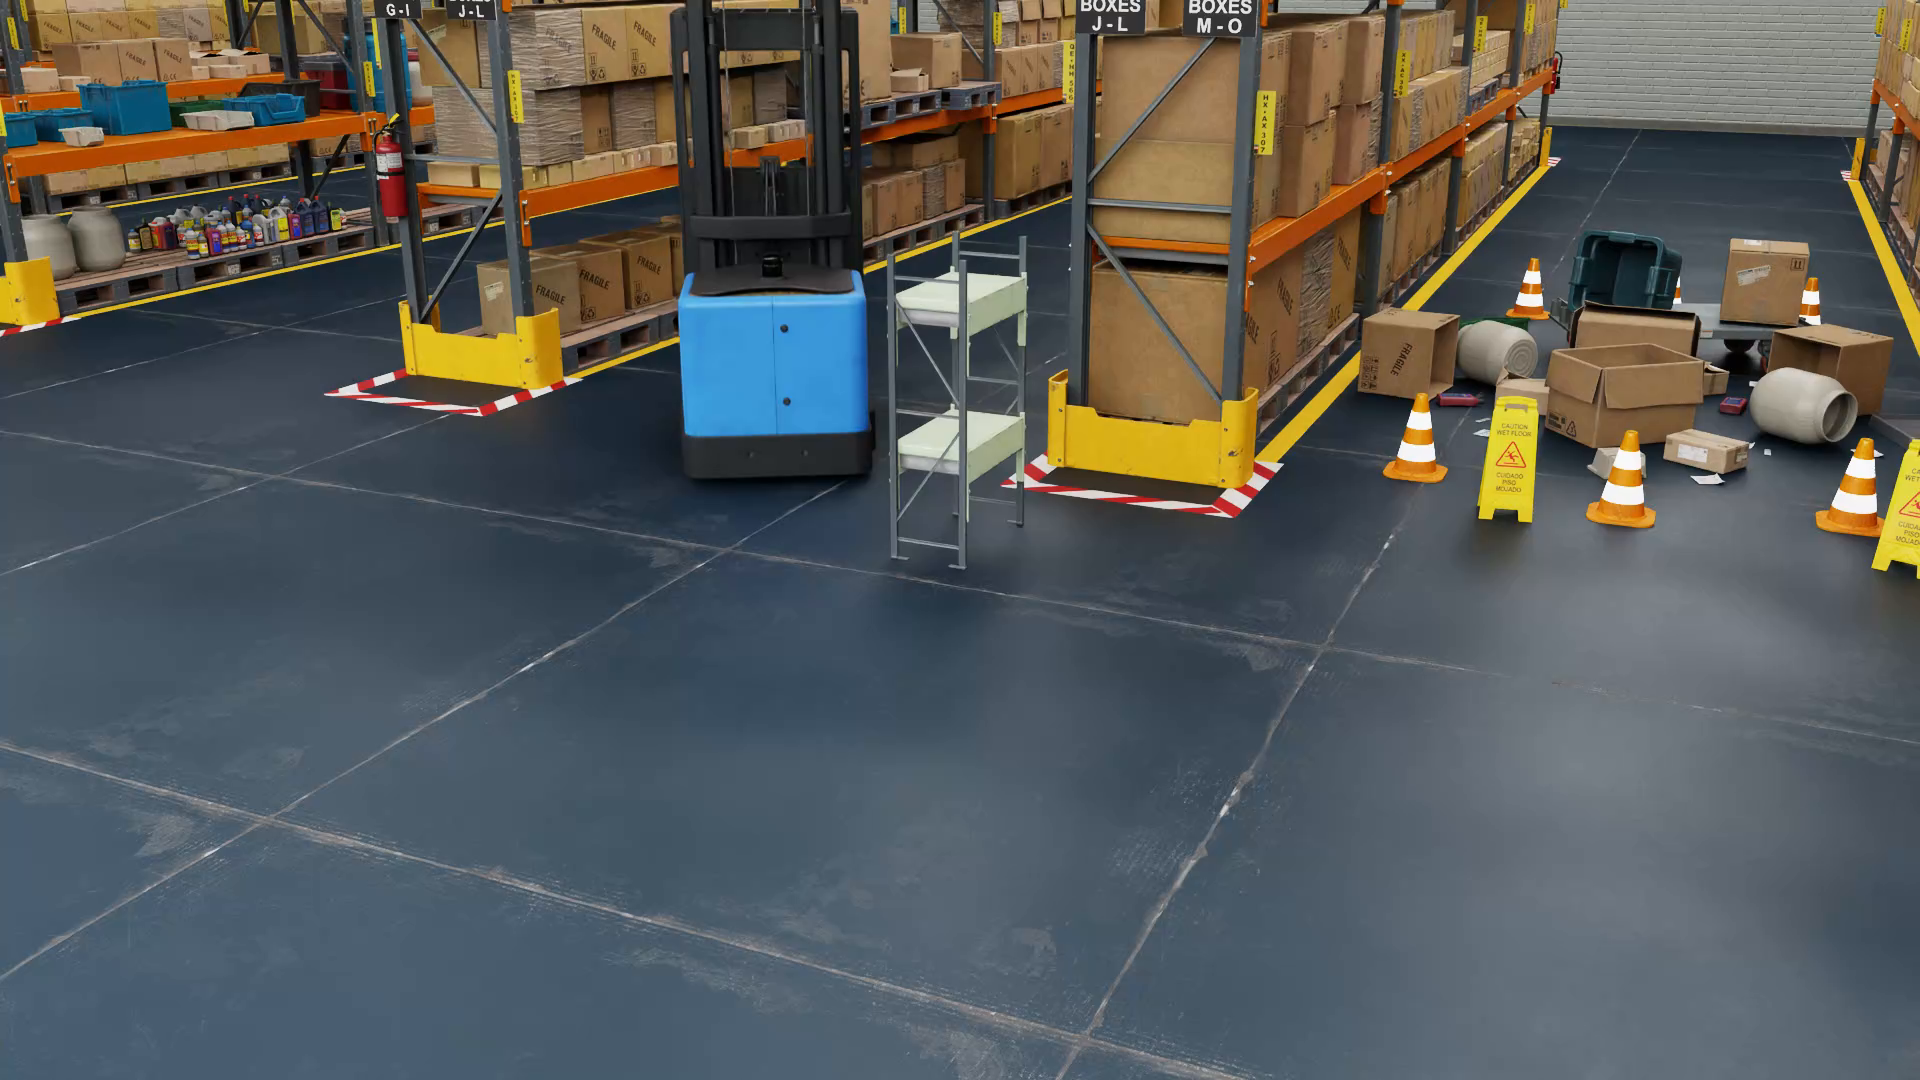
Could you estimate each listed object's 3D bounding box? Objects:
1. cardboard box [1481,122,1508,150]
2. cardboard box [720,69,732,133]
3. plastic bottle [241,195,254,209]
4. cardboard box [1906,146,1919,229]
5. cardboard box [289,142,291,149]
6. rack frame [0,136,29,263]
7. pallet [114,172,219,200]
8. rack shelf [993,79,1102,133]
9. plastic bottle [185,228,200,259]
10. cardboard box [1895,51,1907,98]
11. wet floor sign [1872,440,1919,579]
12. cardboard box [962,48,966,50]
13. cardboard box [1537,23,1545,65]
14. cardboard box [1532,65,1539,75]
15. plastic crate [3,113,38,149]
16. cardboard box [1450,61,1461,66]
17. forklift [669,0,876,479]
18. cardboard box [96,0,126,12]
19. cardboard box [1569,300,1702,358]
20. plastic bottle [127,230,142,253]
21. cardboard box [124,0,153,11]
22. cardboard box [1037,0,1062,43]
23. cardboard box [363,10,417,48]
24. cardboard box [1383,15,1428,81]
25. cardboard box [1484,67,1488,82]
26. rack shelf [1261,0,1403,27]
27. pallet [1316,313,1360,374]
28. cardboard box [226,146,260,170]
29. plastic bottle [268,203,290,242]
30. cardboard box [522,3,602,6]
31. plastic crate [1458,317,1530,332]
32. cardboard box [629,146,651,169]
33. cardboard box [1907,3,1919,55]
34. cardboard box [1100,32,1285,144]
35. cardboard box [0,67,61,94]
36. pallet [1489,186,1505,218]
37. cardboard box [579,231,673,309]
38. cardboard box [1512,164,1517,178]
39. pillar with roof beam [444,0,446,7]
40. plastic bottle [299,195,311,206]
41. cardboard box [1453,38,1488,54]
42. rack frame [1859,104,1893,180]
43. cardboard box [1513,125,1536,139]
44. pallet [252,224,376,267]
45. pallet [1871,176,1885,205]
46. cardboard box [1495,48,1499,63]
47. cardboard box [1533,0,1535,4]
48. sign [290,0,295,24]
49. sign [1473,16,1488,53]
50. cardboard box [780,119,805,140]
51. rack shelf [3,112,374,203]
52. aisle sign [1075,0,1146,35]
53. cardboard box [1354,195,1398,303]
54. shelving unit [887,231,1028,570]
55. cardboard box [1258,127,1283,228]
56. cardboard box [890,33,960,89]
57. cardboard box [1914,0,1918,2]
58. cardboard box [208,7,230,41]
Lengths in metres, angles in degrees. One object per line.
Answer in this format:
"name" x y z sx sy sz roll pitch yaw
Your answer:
"cardboard box" 5.943 -4.612 18.944 0.500 0.250 0.500 8 21 21
"cardboard box" -2.333 -3.510 13.268 0.875 0.500 0.500 9 21 23
"plastic bottle" -6.970 -3.215 16.330 0.144 0.351 0.185 9 22 24
"cardboard box" 10.031 -3.571 16.578 0.875 0.875 0.875 9 22 24
"cardboard box" -8.972 -5.697 23.086 0.500 0.500 0.500 9 22 25
"rack frame" -7.899 -3.223 13.056 1.000 3.000 0.127 9 21 23
"pallet" -10.014 -4.418 20.576 1.003 0.211 1.213 9 21 23
"rack shelf" 0.714 -5.262 19.861 1.077 0.370 4.000 9 21 23
"plastic bottle" -6.872 -2.657 14.877 0.097 0.271 0.097 0 20 0
"cardboard box" 10.531 -5.076 18.116 0.500 0.500 0.500 9 21 23
"wet floor sign" 4.607 -0.163 7.965 0.267 0.644 0.232 18 26 41
"cardboard box" -0.129 -5.221 18.524 0.500 0.500 0.500 9 22 24
"cardboard box" 7.078 -6.274 21.040 0.500 0.500 0.500 10 22 25
"cardboard box" 7.336 -6.159 21.686 0.380 0.149 0.250 8 21 20
"plastic crate" -7.967 -3.347 13.626 0.499 0.251 0.616 9 21 23
"cardboard box" 4.760 -4.618 16.280 0.380 0.149 0.250 10 22 25
"forklift" -1.156 -2.169 10.195 1.130 2.935 3.031 -2 20 -5
"cardboard box" -12.820 -7.999 24.743 0.500 0.250 0.500 9 21 23
"cardboard box" 4.445 -1.243 11.010 0.797 0.637 0.503 9 21 23
"plastic bottle" -7.547 -2.734 15.198 0.097 0.201 0.097 0 20 0
"cardboard box" -12.616 -8.156 25.184 0.500 0.250 0.500 8 21 22
"cardboard box" 0.748 -6.135 19.597 0.797 0.503 0.637 9 22 24
"cardboard box" -8.170 -7.269 23.655 0.700 0.500 0.500 3 20 9
"cardboard box" 3.563 -4.192 14.138 0.700 0.500 0.500 8 21 22
"cardboard box" 5.395 -4.951 17.663 0.380 0.149 0.250 8 21 21
"rack shelf" 1.922 -3.518 10.481 1.077 0.370 4.000 9 21 23
"pallet" 2.358 -1.519 12.426 1.003 0.211 1.213 9 21 23
"cardboard box" -9.341 -4.900 21.246 0.500 0.250 0.500 8 21 22
"plastic bottle" -6.473 -3.011 15.757 0.144 0.351 0.185 8 21 22
"cardboard box" -2.974 -3.710 12.339 0.500 0.500 0.500 9 21 23
"plastic crate" 3.865 -1.524 12.389 0.662 0.188 0.450 -14 14 -33
"cardboard box" -2.540 -2.863 12.417 0.380 0.149 0.250 9 21 23
"cardboard box" 10.132 -5.275 17.184 0.500 0.500 0.500 9 21 23
"cardboard box" 1.290 -2.520 9.242 0.875 0.550 0.550 9 21 23
"cardboard box" -10.617 -5.213 18.873 0.500 0.250 0.500 10 22 26
"pallet" 5.700 -3.948 19.256 1.003 0.211 1.213 9 21 23
"cardboard box" -2.622 -2.129 13.081 0.500 0.500 0.500 11 22 28
"cardboard box" 6.568 -4.504 20.284 0.380 0.149 0.250 9 22 24
"pillar with roof beam" -6.142 -12.654 30.619 9.100 9.000 0.400 9 21 23
"plastic bottle" -6.393 -3.189 16.255 0.144 0.351 0.185 9 21 23
"cardboard box" 5.282 -5.154 17.346 0.380 0.149 0.250 9 22 24
"rack frame" 12.212 -6.075 21.074 1.000 3.000 0.127 9 21 23
"cardboard box" 7.301 -5.336 21.736 0.380 0.149 0.250 9 22 25
"pallet" -6.574 -2.933 16.400 1.003 0.211 1.213 9 21 23
"pallet" 11.455 -4.134 19.779 1.003 0.211 1.213 9 21 23
"cardboard box" 5.715 -5.331 18.287 0.380 0.149 0.250 8 21 21
"cardboard box" 6.623 -6.424 19.970 0.500 0.500 0.500 8 21 21
"sign" -8.633 -6.820 21.441 0.100 0.325 0.005 9 21 23
"sign" 4.887 -4.748 15.615 0.100 0.325 0.005 9 21 23
"cardboard box" -1.562 -3.542 14.327 0.380 0.149 0.250 9 21 23
"rack shelf" -7.080 -3.496 14.895 1.077 0.370 4.000 9 21 23
"aisle sign" 0.800 -3.076 8.763 0.394 0.787 0.004 9 21 23
"cardboard box" 2.913 -2.395 13.457 1.050 0.750 0.750 8 21 22
"shelving unit" -0.003 -0.705 8.212 0.431 1.500 0.755 9 21 23
"cardboard box" 1.419 -2.194 9.936 0.875 0.550 0.550 9 21 23
"cardboard box" -0.427 -4.879 16.936 0.700 0.500 0.500 12 23 31
"cardboard box" 10.410 -5.814 17.730 0.380 0.149 0.250 8 21 22
"cardboard box" -11.983 -8.272 26.629 0.500 0.500 0.500 8 21 22
